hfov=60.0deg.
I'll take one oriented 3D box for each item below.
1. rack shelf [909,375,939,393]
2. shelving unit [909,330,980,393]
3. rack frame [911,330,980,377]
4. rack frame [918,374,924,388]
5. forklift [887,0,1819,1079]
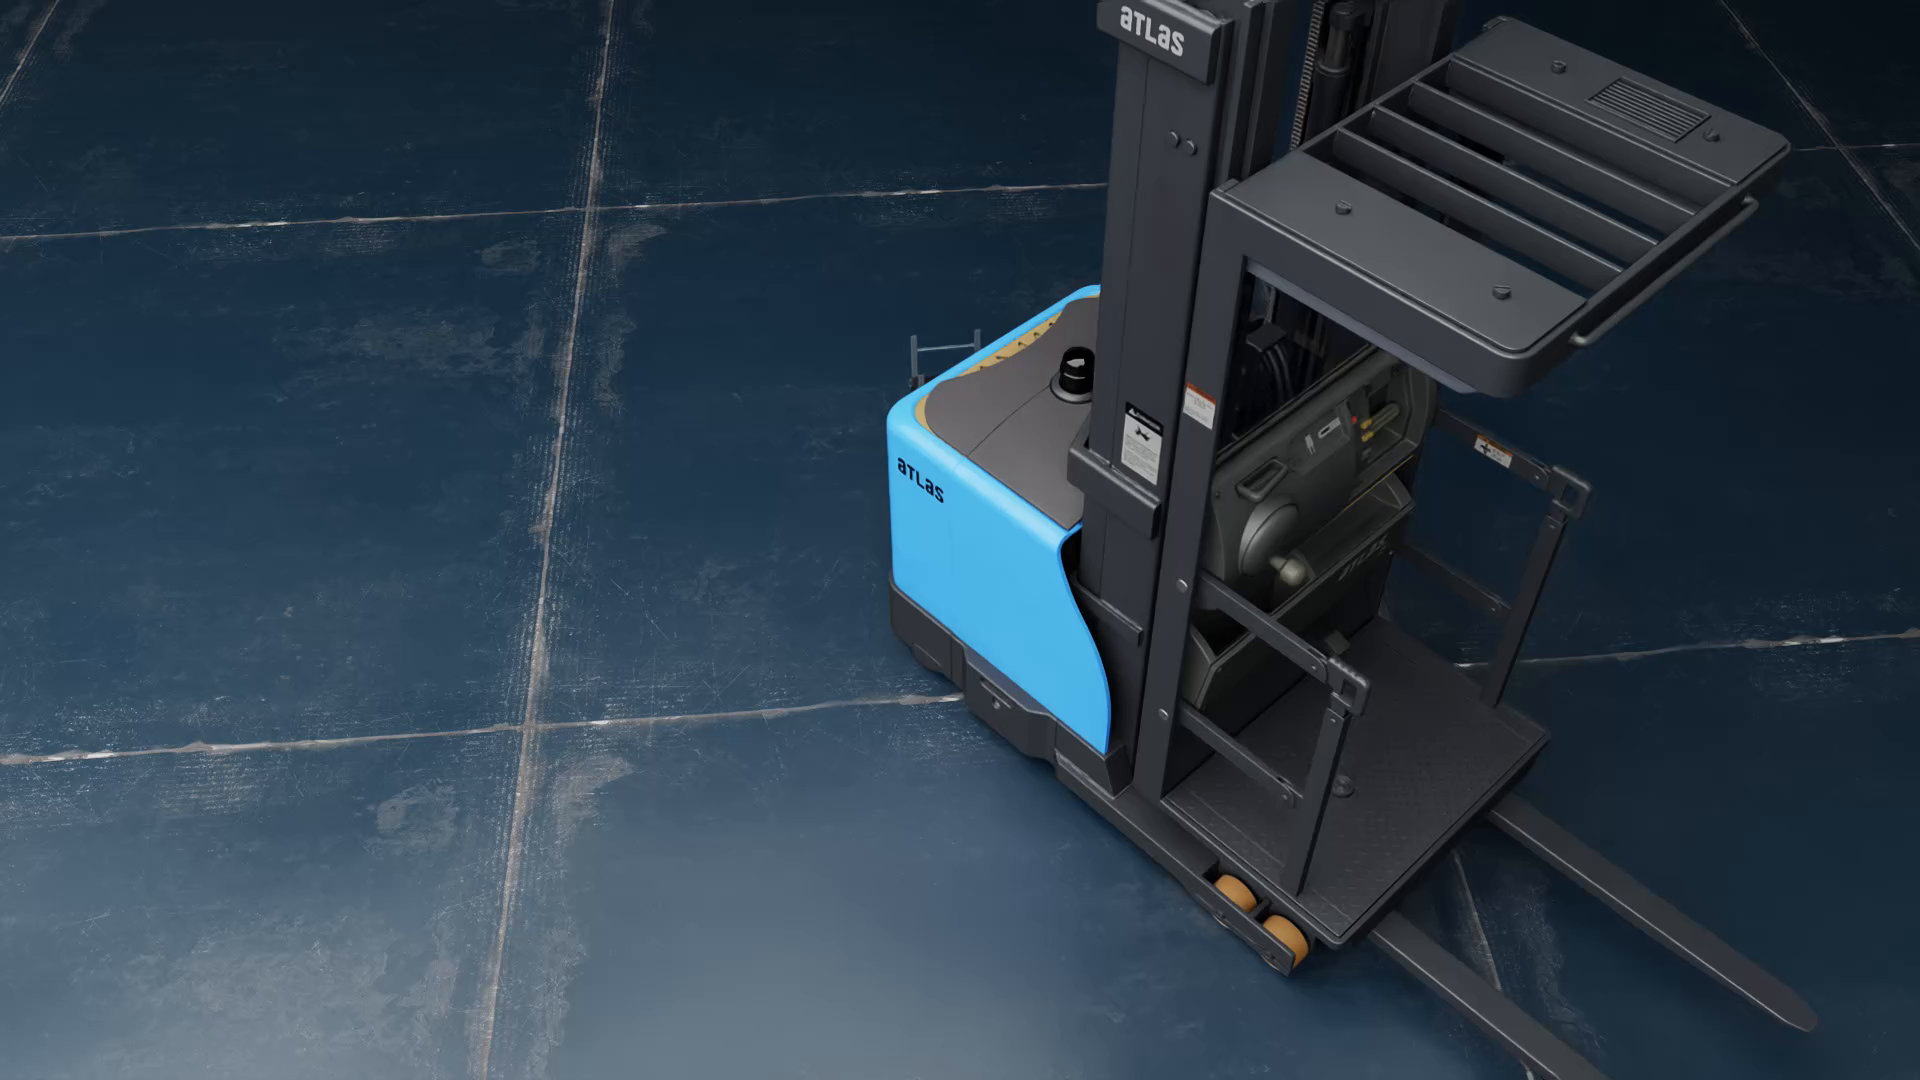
[{"bbox_3d":[-0.035,-0.487,5.765,0.258,0.077,0.200,-6,47,-5],"label":"rack shelf"},{"bbox_3d":[-0.035,-0.324,5.937,0.258,0.900,0.210,-6,47,-5],"label":"shelving unit"},{"bbox_3d":[-0.049,-0.397,6.006,0.240,0.900,0.006,-6,47,-5],"label":"rack frame"},{"bbox_3d":[-0.021,-0.251,5.868,0.240,0.900,0.006,-6,47,-5],"label":"rack frame"},{"bbox_3d":[1.132,-0.139,4.363,1.130,2.935,3.031,-35,55,-28],"label":"forklift"}]
